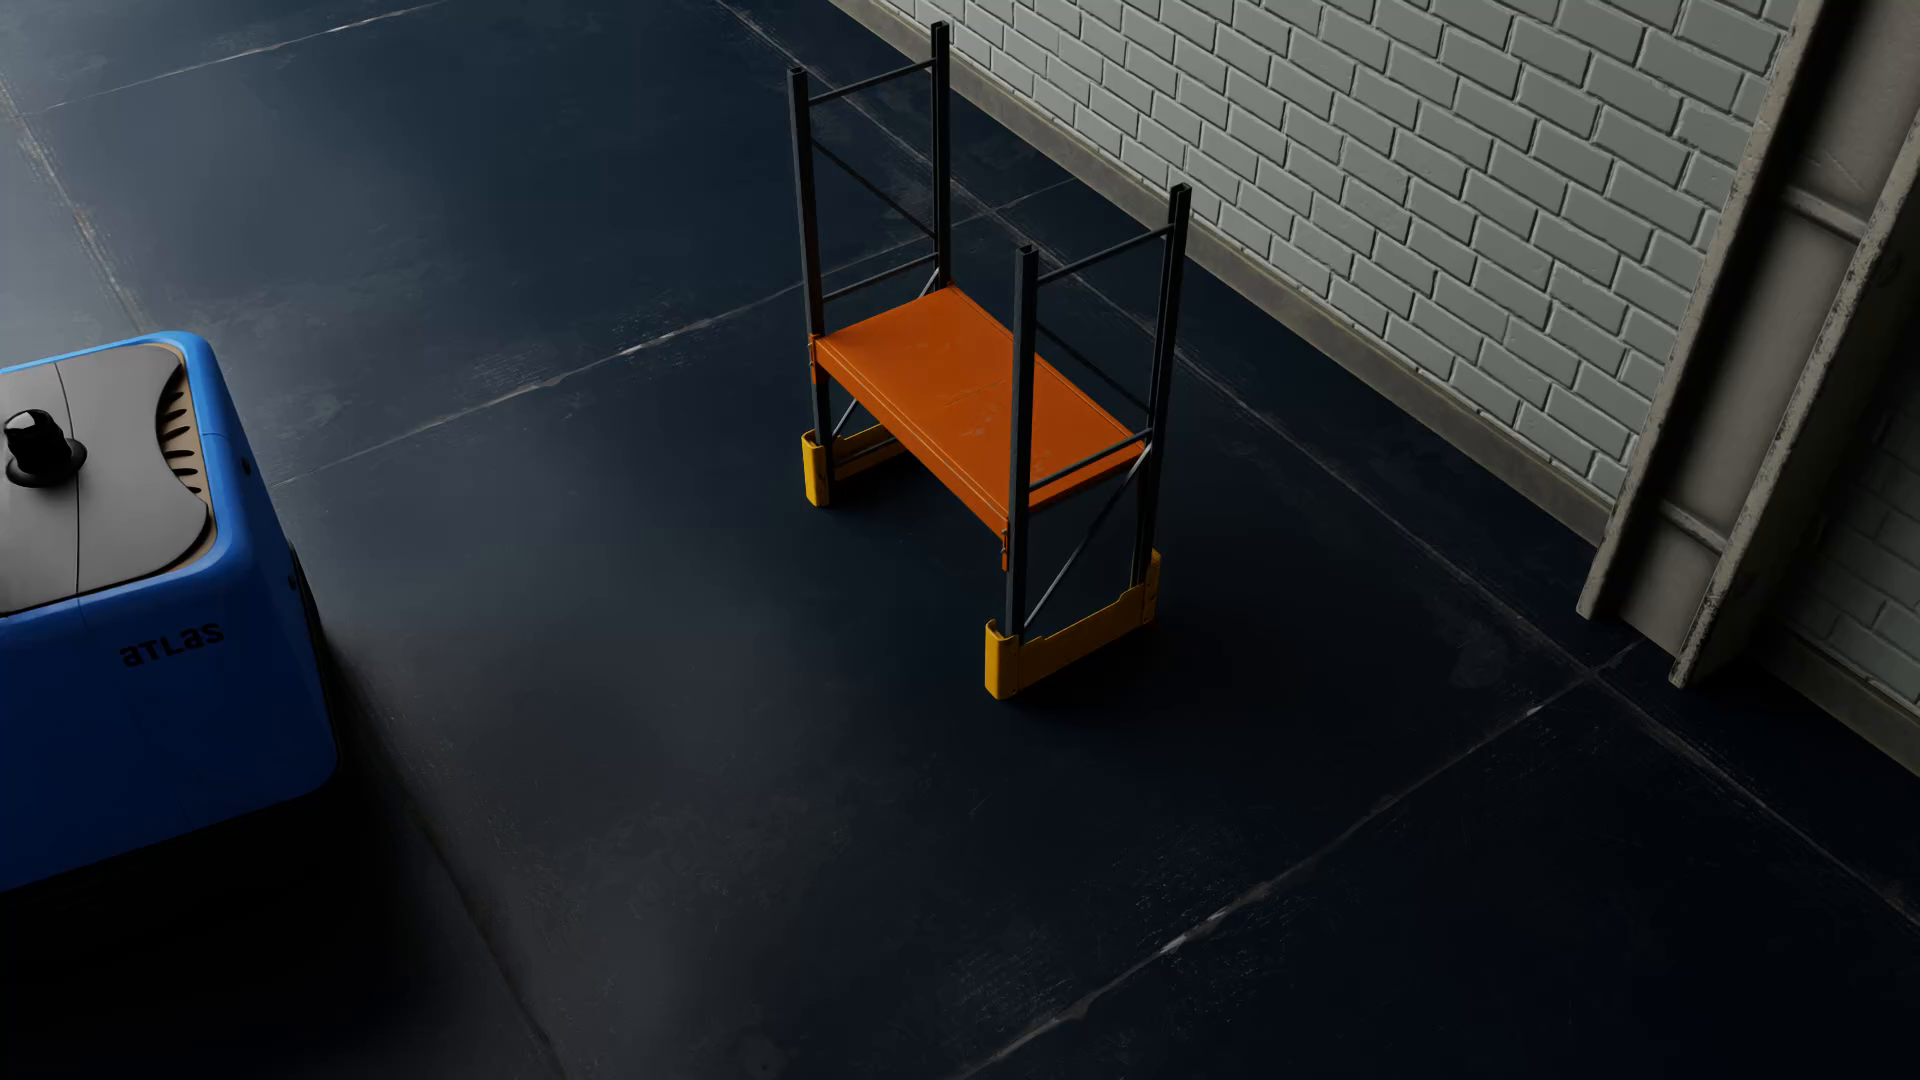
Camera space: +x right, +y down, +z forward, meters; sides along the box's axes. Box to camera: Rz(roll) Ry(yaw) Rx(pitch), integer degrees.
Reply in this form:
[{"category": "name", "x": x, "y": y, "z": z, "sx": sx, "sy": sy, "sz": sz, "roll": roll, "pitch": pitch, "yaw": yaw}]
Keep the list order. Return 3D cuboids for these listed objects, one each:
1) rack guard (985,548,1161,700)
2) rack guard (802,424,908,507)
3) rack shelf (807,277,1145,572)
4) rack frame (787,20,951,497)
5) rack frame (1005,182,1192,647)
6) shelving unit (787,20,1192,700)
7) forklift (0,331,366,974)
[{"category": "rack guard", "x": 0.329, "y": 0.235, "z": 4.823, "sx": 0.587, "sy": 0.250, "sz": 0.087, "roll": -26, "pitch": 49, "yaw": -24}, {"category": "rack guard", "x": -0.241, "y": -0.329, "z": 5.414, "sx": 0.587, "sy": 0.250, "sz": 0.087, "roll": -26, "pitch": 49, "yaw": -24}, {"category": "rack shelf", "x": 0.049, "y": -0.364, "z": 4.806, "sx": 0.538, "sy": 0.185, "sz": 1.000, "roll": -26, "pitch": 49, "yaw": -24}, {"category": "rack frame", "x": -0.242, "y": -0.782, "z": 4.983, "sx": 0.500, "sy": 1.500, "sz": 0.032, "roll": -26, "pitch": 49, "yaw": -24}, {"category": "rack frame", "x": 0.340, "y": -0.206, "z": 4.380, "sx": 0.500, "sy": 1.500, "sz": 0.032, "roll": -26, "pitch": 49, "yaw": -24}, {"category": "shelving unit", "x": 0.044, "y": -0.499, "z": 4.687, "sx": 0.587, "sy": 1.500, "sz": 1.083, "roll": -26, "pitch": 49, "yaw": -24}, {"category": "forklift", "x": -3.122, "y": -0.120, "z": 3.253, "sx": 3.031, "sy": 2.935, "sz": 1.130, "roll": -17, "pitch": 46, "yaw": -17}]
